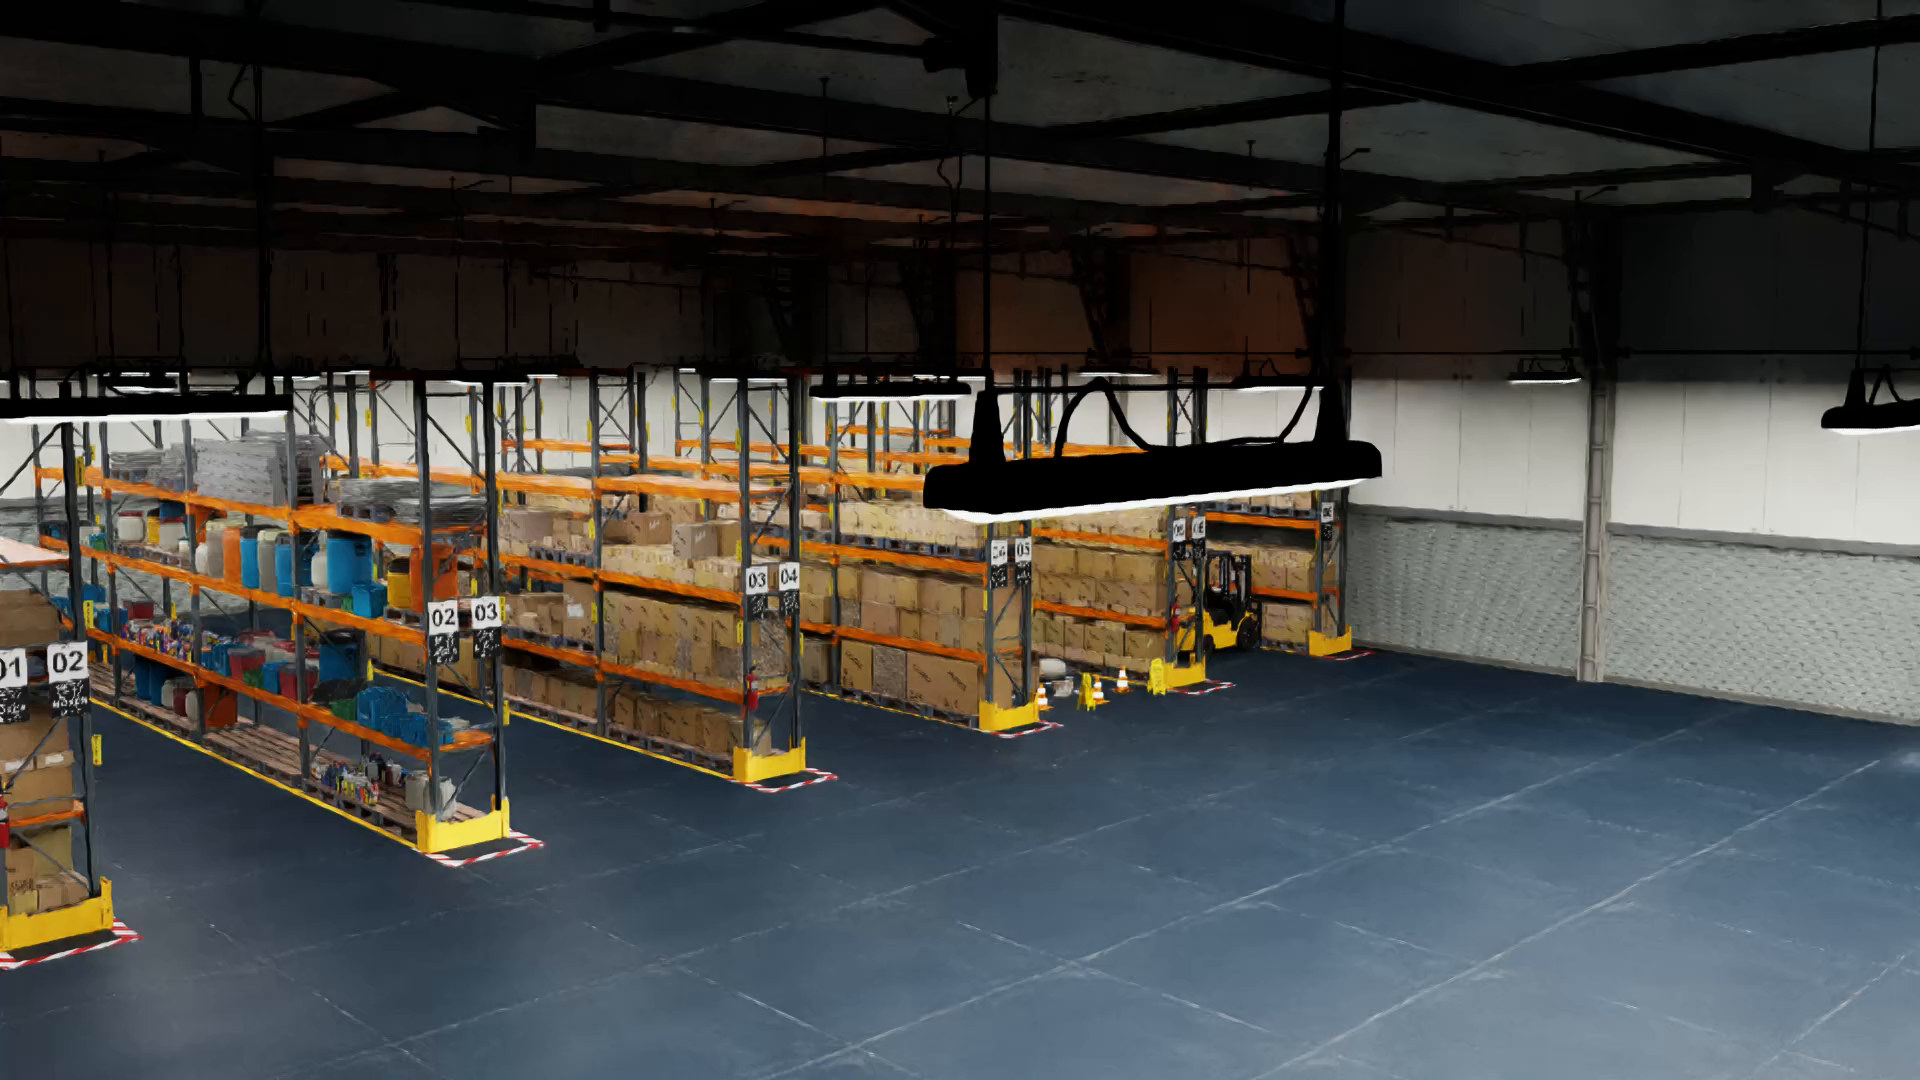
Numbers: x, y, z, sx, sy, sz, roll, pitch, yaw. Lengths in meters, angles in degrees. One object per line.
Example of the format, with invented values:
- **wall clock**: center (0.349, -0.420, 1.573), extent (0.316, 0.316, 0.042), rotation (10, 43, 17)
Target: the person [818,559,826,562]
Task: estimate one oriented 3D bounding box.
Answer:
- **person**: center (-3.094, 1.274, 37.142), extent (0.584, 1.718, 0.635), rotation (-2, 7, -20)
